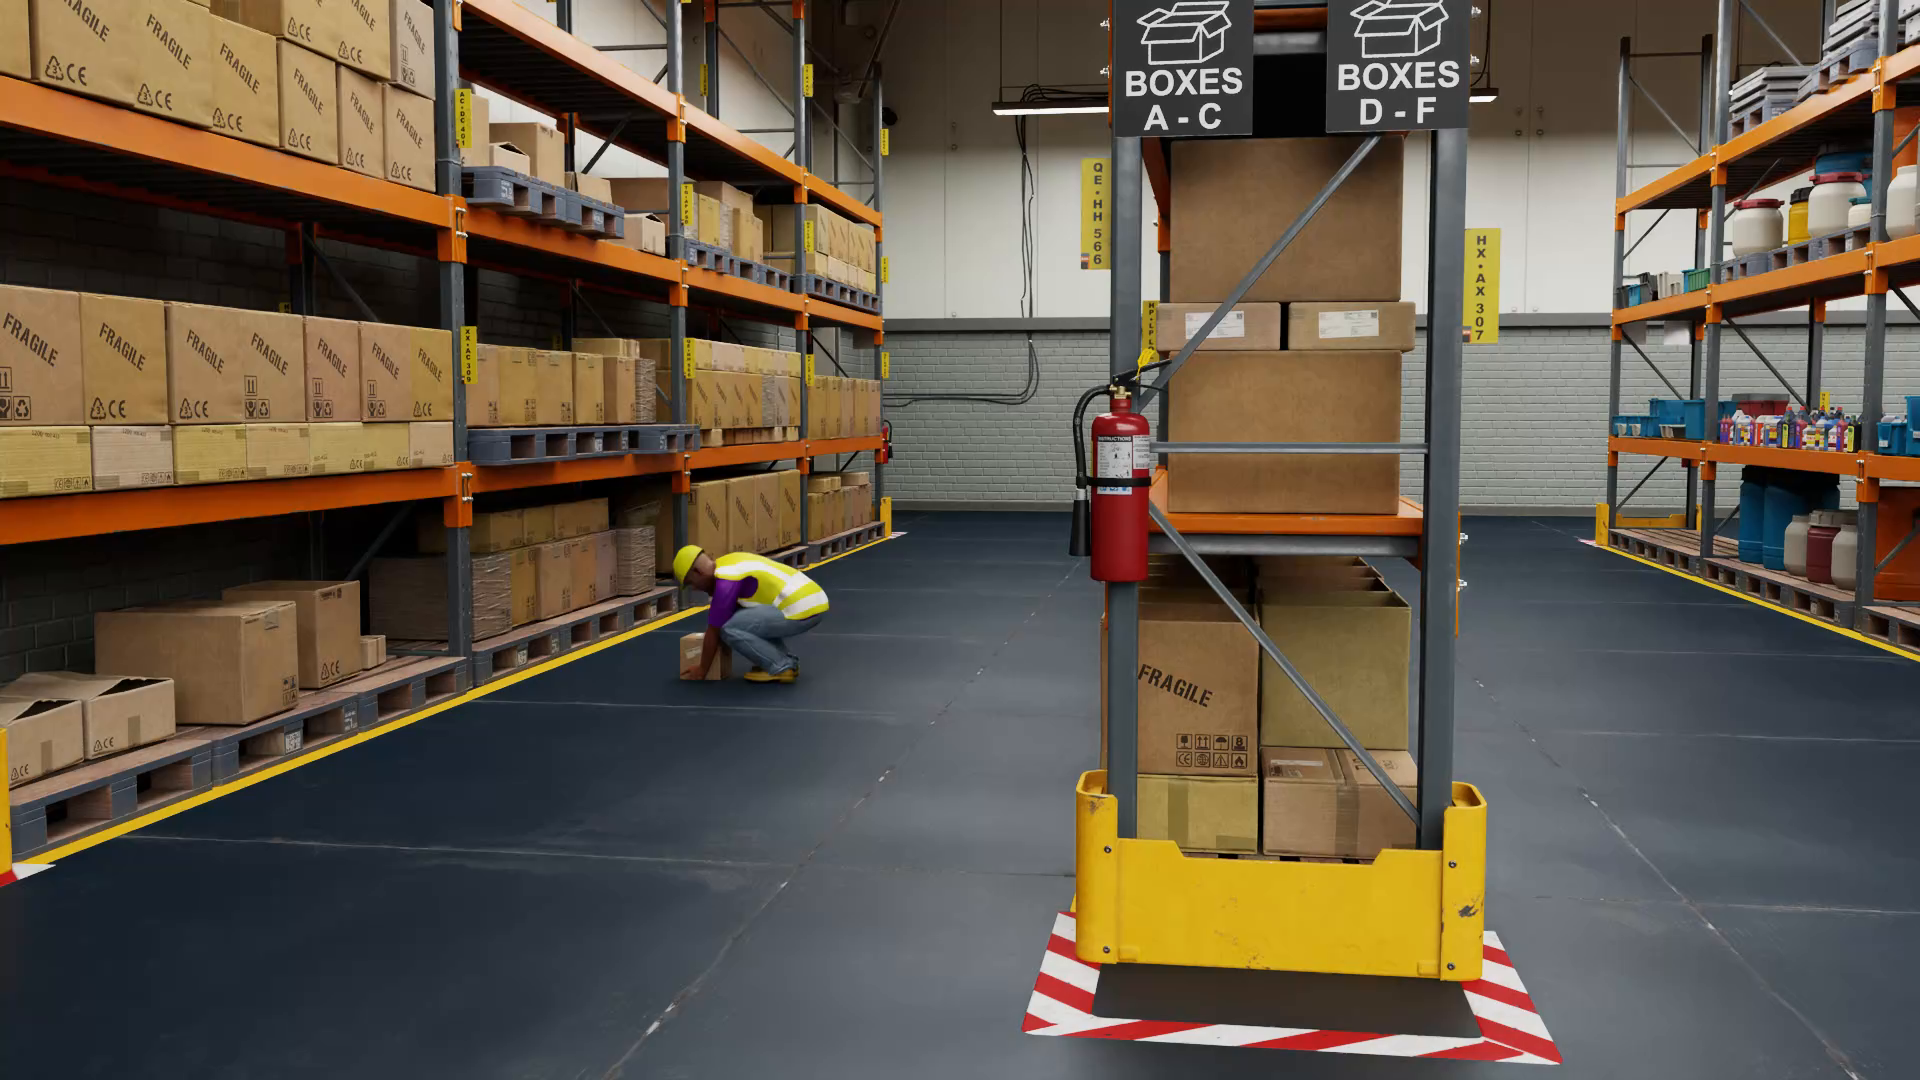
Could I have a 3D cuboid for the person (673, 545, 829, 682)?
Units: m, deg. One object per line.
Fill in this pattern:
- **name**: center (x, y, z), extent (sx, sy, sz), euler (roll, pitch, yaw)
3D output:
- **person**: center (-1.271, 0.482, 10.043), extent (0.927, 0.901, 0.540), euler (1, 4, 9)
